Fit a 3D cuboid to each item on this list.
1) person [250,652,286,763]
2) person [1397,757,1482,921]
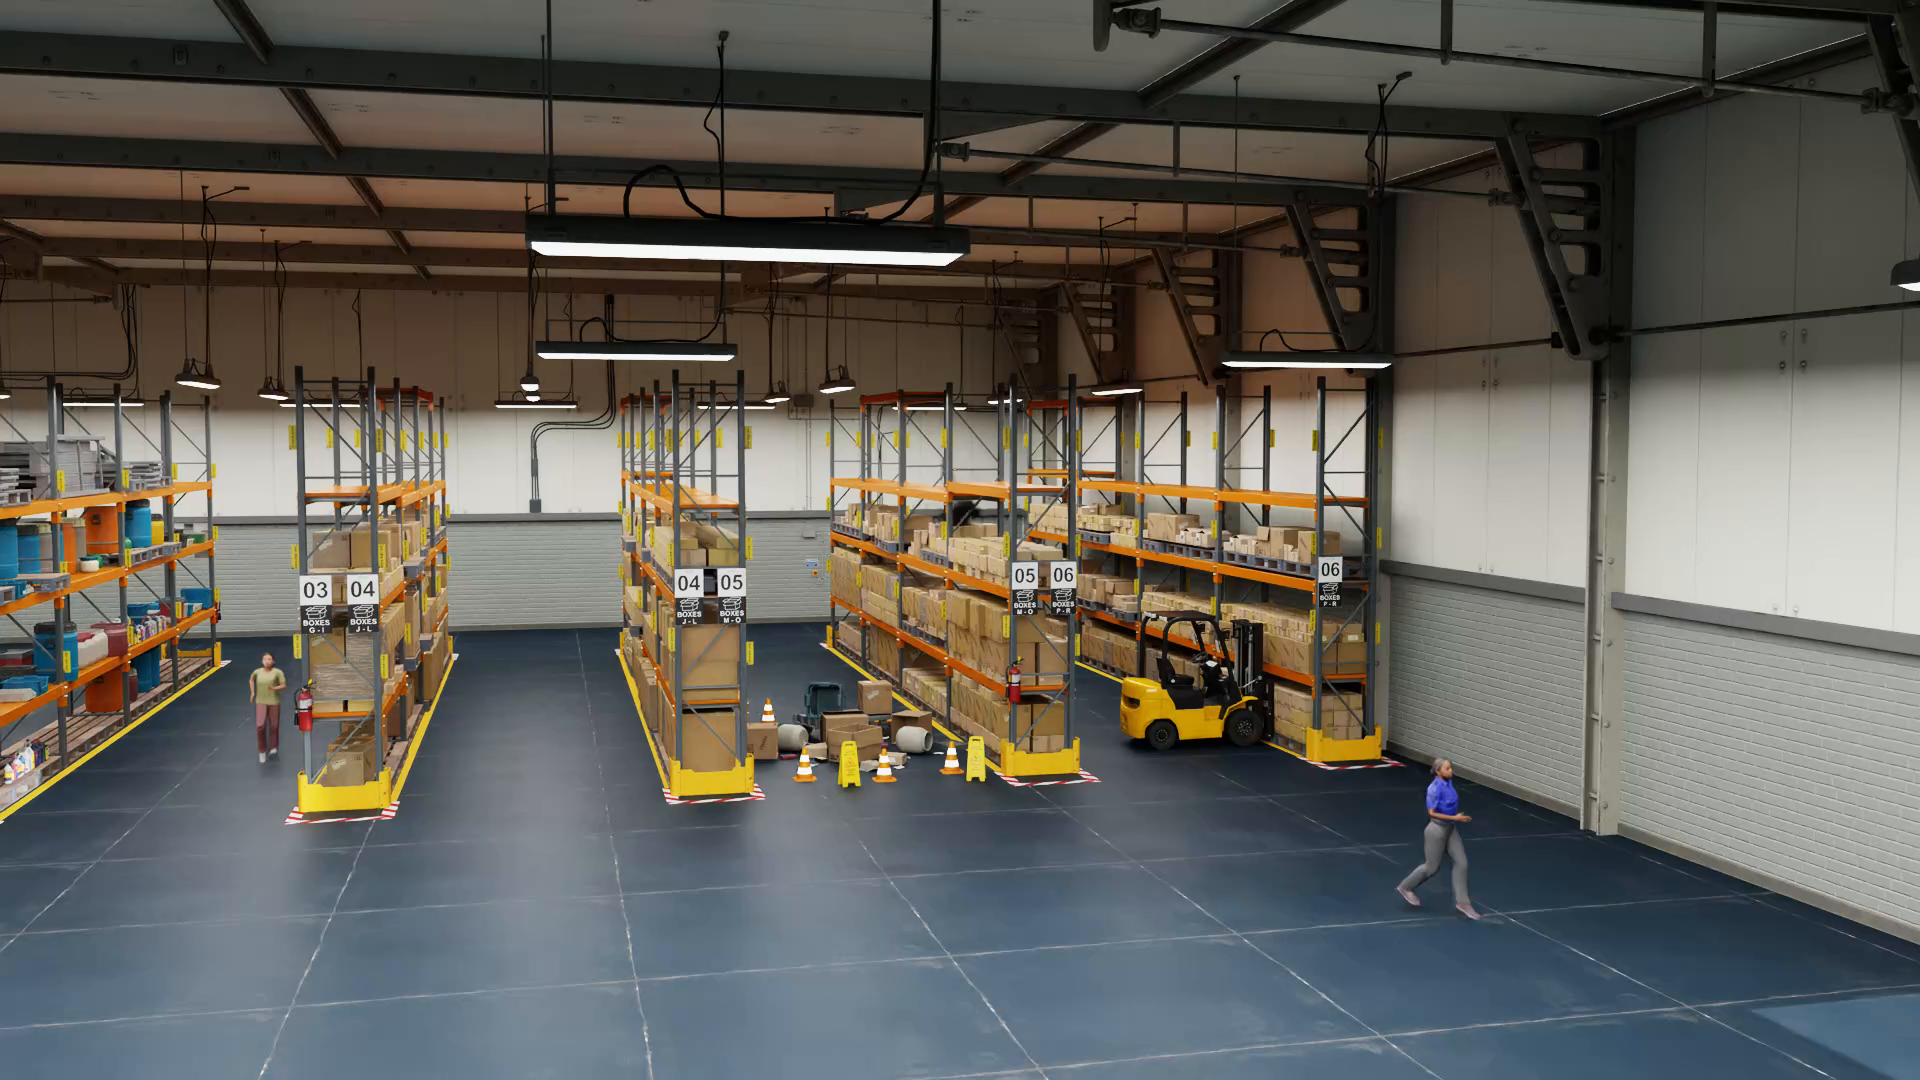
[{"bbox_3d":[-10.855,2.610,26.096,0.543,1.720,0.723,-1,4,-20],"label":"person"},{"bbox_3d":[5.072,3.133,17.571,0.895,1.677,0.587,3,5,42],"label":"person"}]
